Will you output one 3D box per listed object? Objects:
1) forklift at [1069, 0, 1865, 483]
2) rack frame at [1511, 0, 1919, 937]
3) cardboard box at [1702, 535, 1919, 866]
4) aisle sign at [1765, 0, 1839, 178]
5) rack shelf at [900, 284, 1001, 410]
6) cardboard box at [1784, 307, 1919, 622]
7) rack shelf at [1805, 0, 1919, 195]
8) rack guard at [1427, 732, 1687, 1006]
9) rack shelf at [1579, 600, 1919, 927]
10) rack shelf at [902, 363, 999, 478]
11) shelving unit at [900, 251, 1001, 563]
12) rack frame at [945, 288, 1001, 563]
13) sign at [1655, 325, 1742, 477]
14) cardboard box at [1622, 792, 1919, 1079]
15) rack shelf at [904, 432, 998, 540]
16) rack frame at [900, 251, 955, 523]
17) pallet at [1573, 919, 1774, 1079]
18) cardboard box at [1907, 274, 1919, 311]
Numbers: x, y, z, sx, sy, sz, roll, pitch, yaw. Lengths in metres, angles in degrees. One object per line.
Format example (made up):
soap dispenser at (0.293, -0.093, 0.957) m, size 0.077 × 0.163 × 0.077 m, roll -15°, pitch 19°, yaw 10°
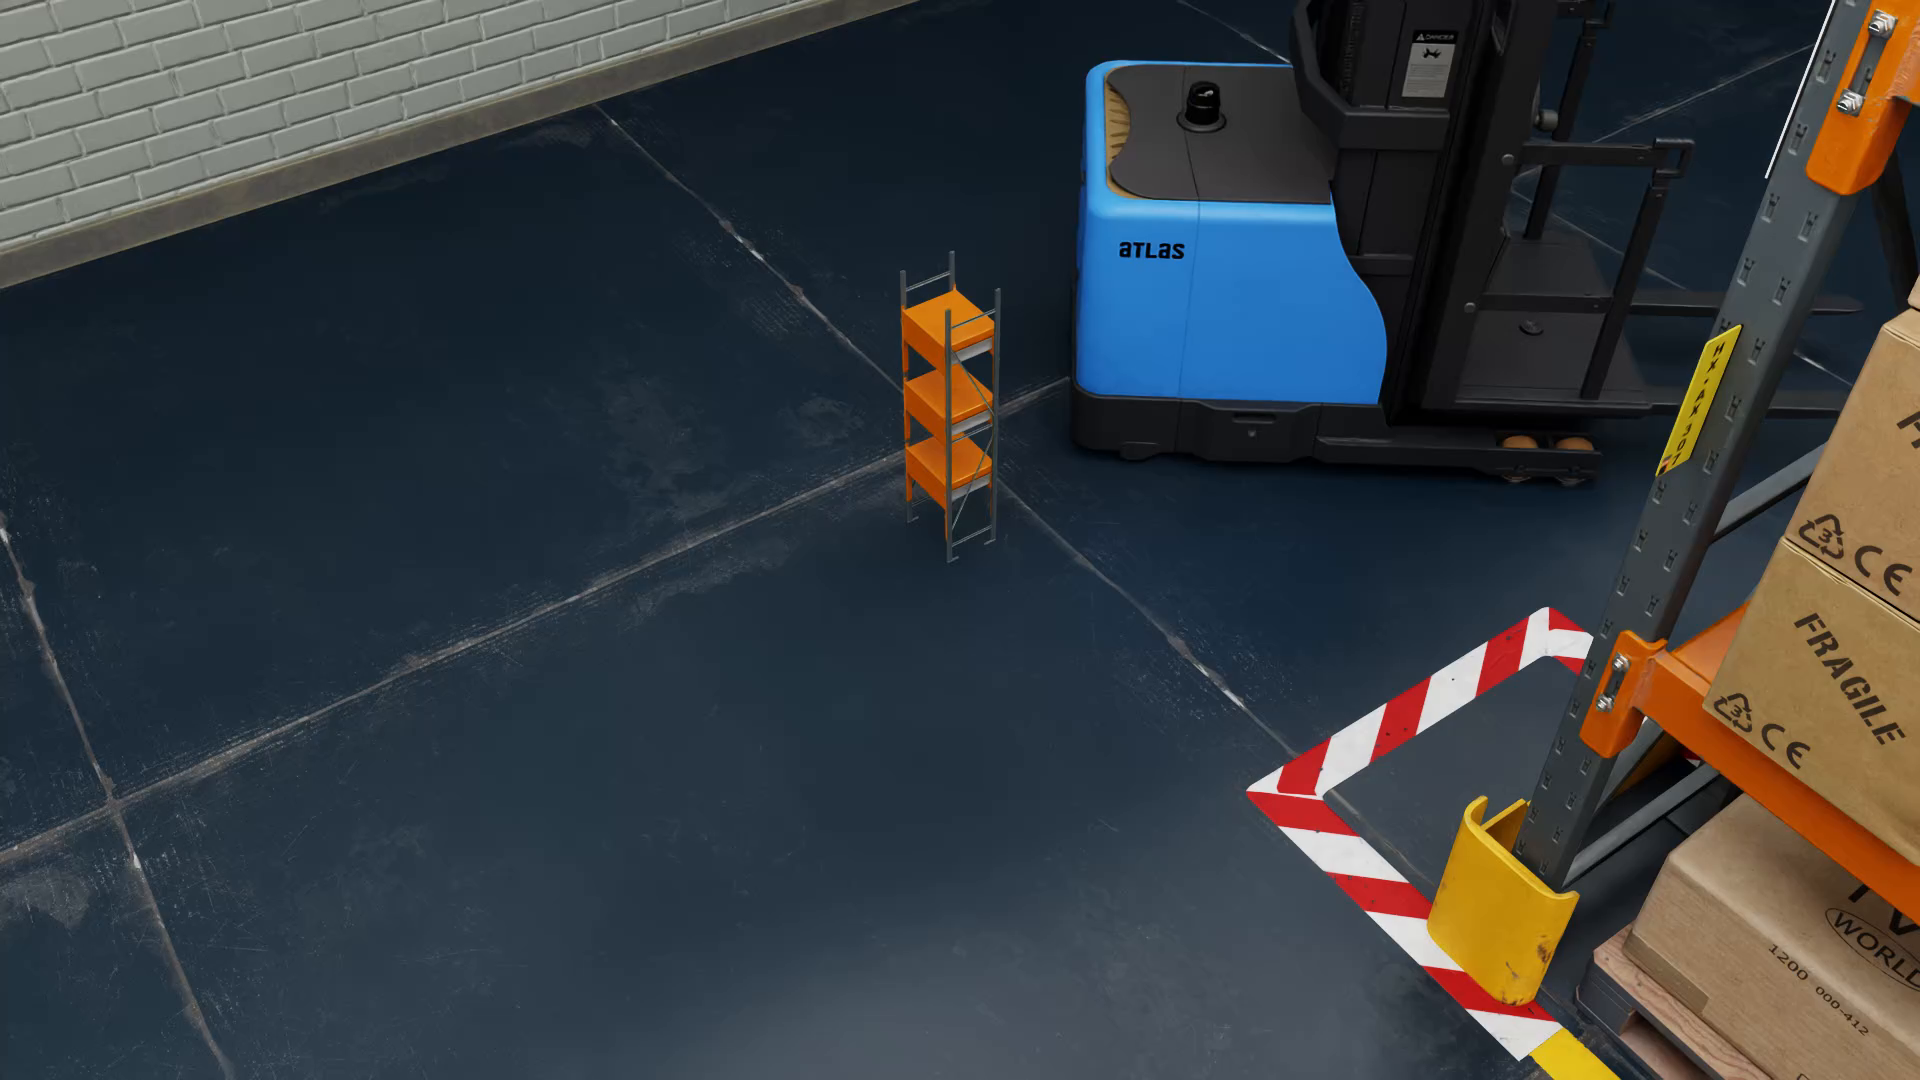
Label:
forklift at (1.933, -1.643, 5.349) m, size 3.031 × 2.935 × 1.130 m, roll 2°, pitch 44°, yaw 2°
rack frame at (1.863, -0.135, 3.719) m, size 1.000 × 3.000 × 0.127 m, roll -26°, pitch 49°, yaw -24°
cardboard box at (1.902, 0.214, 3.281) m, size 0.500 × 0.500 × 0.500 m, roll -26°, pitch 49°, yaw -25°
aisle sign at (1.584, -1.002, 2.744) m, size 0.394 × 0.787 × 0.004 m, roll -26°, pitch 49°, yaw -24°
rack shelf at (-0.031, -0.608, 5.231) m, size 0.215 × 0.259 × 0.240 m, roll -26°, pitch 49°, yaw -24°
cardboard box at (1.904, -0.148, 2.937) m, size 0.500 × 0.500 × 0.500 m, roll -27°, pitch 50°, yaw -25°
rack shelf at (3.007, 0.173, 1.745) m, size 1.077 × 0.370 × 4.000 m, roll -26°, pitch 49°, yaw -24°
rack guard at (1.849, 0.755, 4.597) m, size 1.175 × 0.500 × 0.348 m, roll -26°, pitch 49°, yaw -24°
rack shelf at (3.007, 1.258, 2.781) m, size 1.077 × 0.370 × 4.000 m, roll -26°, pitch 49°, yaw -24°
rack shelf at (-0.031, -0.402, 5.427) m, size 0.215 × 0.259 × 0.240 m, roll -26°, pitch 49°, yaw -24°
shelving unit at (-0.031, -0.410, 5.419) m, size 0.215 × 1.050 × 0.252 m, roll -26°, pitch 49°, yaw -24°
rack frame at (0.039, -0.341, 5.347) m, size 0.200 × 1.050 × 0.008 m, roll -26°, pitch 49°, yaw -24°
sign at (1.404, -0.261, 3.167) m, size 0.100 × 0.325 × 0.005 m, roll -26°, pitch 49°, yaw -24°
cardboard box at (2.322, 0.974, 4.109) m, size 0.875 × 0.438 × 0.875 m, roll -27°, pitch 50°, yaw -26°
rack shelf at (-0.031, -0.201, 5.618) m, size 0.215 × 0.259 × 0.240 m, roll -26°, pitch 49°, yaw -24°
rack frame at (-0.100, -0.479, 5.492) m, size 0.200 × 1.050 × 0.008 m, roll -26°, pitch 49°, yaw -24°
pallet at (2.384, 1.296, 4.240) m, size 1.003 × 0.211 × 1.213 m, roll -26°, pitch 49°, yaw -24°
cardboard box at (1.839, -0.457, 2.790) m, size 0.380 × 0.149 × 0.250 m, roll -25°, pitch 49°, yaw -24°
